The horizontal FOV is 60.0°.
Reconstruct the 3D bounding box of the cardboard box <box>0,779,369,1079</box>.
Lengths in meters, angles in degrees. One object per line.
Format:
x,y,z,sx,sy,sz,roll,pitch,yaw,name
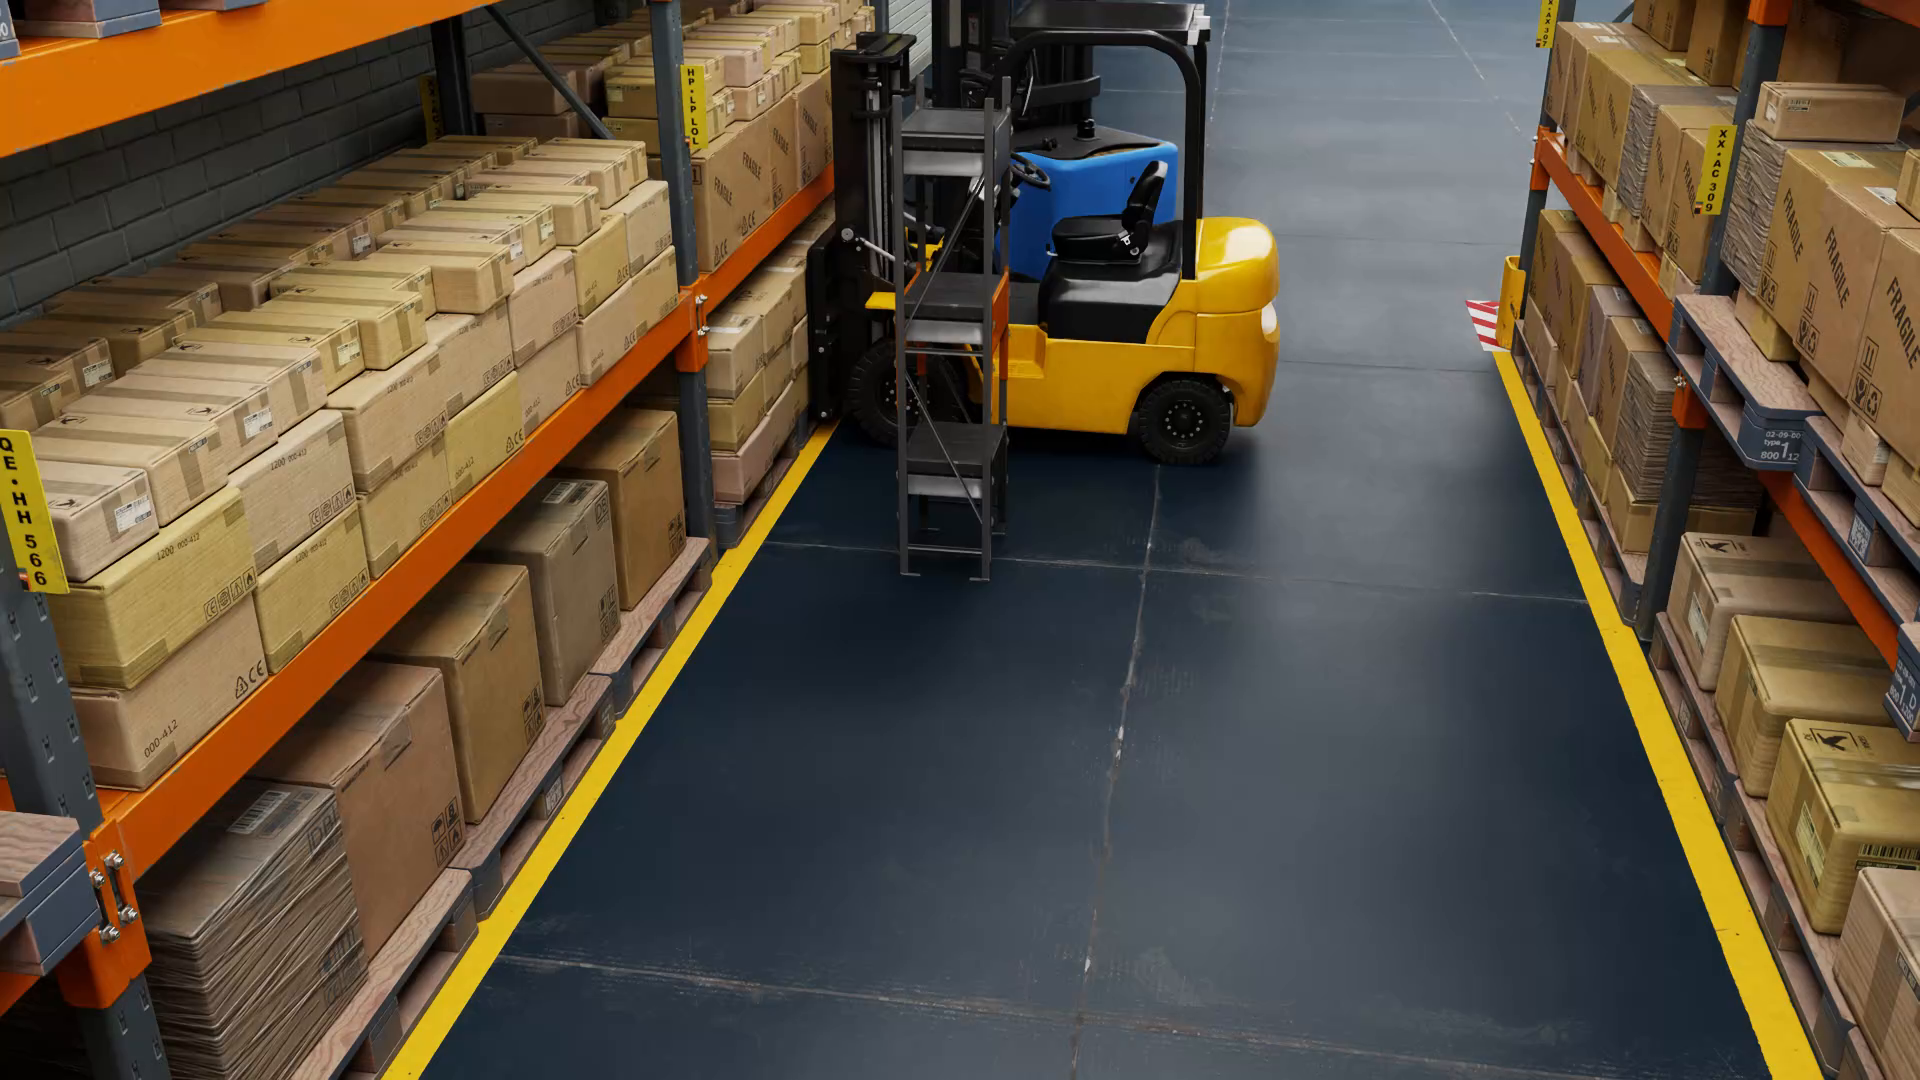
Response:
-2.135,1.030,4.316,0.875,0.625,0.625,5,26,10,cardboard box

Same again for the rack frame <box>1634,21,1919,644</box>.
3.301,-0.925,6.189,1.000,3.000,0.127,4,25,9,rack frame

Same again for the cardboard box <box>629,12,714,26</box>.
-1.490,-2.644,8.626,0.380,0.149,0.250,4,25,9,cardboard box

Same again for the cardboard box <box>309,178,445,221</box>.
-2.024,-1.154,5.793,0.380,0.149,0.250,4,25,8,cardboard box

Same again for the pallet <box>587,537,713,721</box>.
-1.679,0.306,6.847,1.003,0.211,1.213,4,25,9,pallet

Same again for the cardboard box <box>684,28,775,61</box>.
-1.120,-2.399,8.102,0.380,0.149,0.250,4,25,8,cardboard box

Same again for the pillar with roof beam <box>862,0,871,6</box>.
3.282,-7.640,13.458,9.100,9.000,0.400,4,25,9,pillar with roof beam

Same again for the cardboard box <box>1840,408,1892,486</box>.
2.658,-0.249,4.546,0.380,0.149,0.250,5,26,11,cardboard box

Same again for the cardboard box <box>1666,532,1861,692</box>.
3.217,0.294,6.188,0.950,0.372,0.625,4,25,9,cardboard box

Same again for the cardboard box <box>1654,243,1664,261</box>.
3.260,-1.279,7.240,0.380,0.149,0.250,4,25,8,cardboard box

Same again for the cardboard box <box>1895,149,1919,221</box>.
2.799,-0.956,4.524,0.380,0.149,0.250,5,26,11,cardboard box

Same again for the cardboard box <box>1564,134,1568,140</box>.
3.695,-2.357,9.543,0.380,0.149,0.250,4,25,9,cardboard box

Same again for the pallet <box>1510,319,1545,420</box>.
3.774,-0.966,9.566,1.003,0.211,1.213,4,25,9,pallet

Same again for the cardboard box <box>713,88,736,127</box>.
-1.229,-1.941,7.476,0.380,0.149,0.250,4,25,8,cardboard box

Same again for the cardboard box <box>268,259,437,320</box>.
-1.760,-0.703,4.830,0.380,0.149,0.250,4,25,9,cardboard box

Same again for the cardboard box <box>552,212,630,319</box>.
-1.502,-0.988,5.909,0.500,0.250,0.500,3,25,7,cardboard box

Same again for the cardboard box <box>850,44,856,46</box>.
-0.765,-2.762,9.995,0.500,0.500,0.500,3,25,7,cardboard box

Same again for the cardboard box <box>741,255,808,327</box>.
-1.045,-1.268,8.490,0.500,0.250,0.500,5,26,10,cardboard box

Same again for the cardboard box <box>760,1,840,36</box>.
-0.867,-2.818,8.998,0.380,0.149,0.250,5,25,10,cardboard box

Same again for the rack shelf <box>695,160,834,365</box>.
-1.270,-1.778,8.860,1.077,0.370,4.000,4,25,9,rack shelf

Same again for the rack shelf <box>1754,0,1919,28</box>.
2.974,-1.122,3.919,1.077,0.370,4.000,4,25,9,rack shelf

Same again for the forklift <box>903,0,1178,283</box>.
0.123,-3.263,11.263,1.130,2.935,3.031,-18,31,-33,forklift

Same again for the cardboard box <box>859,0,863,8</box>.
-0.794,-3.250,9.921,0.380,0.149,0.250,4,25,9,cardboard box

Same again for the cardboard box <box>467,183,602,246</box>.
-1.462,-1.122,5.725,0.380,0.149,0.250,3,25,7,cardboard box

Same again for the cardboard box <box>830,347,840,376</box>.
-0.952,-1.033,9.166,0.500,0.250,0.500,5,26,10,cardboard box

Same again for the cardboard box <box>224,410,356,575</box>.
-1.854,-0.131,4.080,0.500,0.250,0.500,5,26,10,cardboard box

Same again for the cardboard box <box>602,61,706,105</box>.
-1.316,-1.971,7.189,0.380,0.149,0.250,4,25,9,cardboard box

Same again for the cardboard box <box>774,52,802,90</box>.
-1.013,-2.367,8.386,0.380,0.149,0.250,3,25,7,cardboard box

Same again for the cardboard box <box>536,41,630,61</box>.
-1.752,-2.219,7.718,0.380,0.149,0.250,4,25,7,cardboard box

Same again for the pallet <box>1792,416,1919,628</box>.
2.930,0.004,4.430,1.003,0.211,1.213,4,25,9,pallet

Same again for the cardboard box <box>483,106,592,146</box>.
-1.798,-1.759,7.087,0.380,0.149,0.250,4,25,8,cardboard box

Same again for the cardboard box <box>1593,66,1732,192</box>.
3.365,-1.956,7.922,0.500,0.500,0.500,4,25,7,cardboard box

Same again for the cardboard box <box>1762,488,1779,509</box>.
3.663,-0.438,7.011,0.500,0.500,0.500,5,26,11,cardboard box

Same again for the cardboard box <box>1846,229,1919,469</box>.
2.692,-0.489,4.291,0.500,0.500,0.500,3,25,6,cardboard box

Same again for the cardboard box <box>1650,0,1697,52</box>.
3.996,-2.791,8.527,0.700,0.500,0.500,4,25,9,cardboard box

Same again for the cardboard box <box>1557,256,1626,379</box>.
3.375,-1.127,8.482,0.500,0.500,0.500,5,25,10,cardboard box

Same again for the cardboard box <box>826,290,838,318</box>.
-0.956,-1.251,9.044,0.500,0.250,0.500,4,25,8,cardboard box

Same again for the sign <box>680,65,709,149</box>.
-1.060,-1.723,6.620,0.100,0.325,0.005,4,25,9,sign

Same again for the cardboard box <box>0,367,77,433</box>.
-2.362,-0.305,3.981,0.380,0.149,0.250,4,25,8,cardboard box

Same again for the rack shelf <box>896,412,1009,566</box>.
-0.027,-0.235,7.460,0.431,0.518,0.480,4,25,9,rack shelf

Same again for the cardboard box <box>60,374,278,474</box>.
-1.849,-0.268,3.901,0.380,0.149,0.250,5,25,10,cardboard box

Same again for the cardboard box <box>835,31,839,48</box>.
-0.890,-2.799,9.309,0.380,0.149,0.250,4,25,8,cardboard box

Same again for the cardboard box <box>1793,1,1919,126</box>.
3.586,-1.727,6.254,0.700,0.500,0.500,4,25,8,cardboard box

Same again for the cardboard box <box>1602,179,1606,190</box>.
3.464,-1.817,8.389,0.380,0.149,0.250,5,26,10,cardboard box

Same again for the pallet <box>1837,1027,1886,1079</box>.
2.776,1.684,3.904,1.003,0.211,1.213,4,25,9,pallet

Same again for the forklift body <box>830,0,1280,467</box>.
0.547,-1.637,8.710,2.313,2.155,1.214,4,25,9,forklift body

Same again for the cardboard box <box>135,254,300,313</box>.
-2.165,-0.727,4.883,0.380,0.149,0.250,5,25,10,cardboard box

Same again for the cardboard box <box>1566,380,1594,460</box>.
3.297,-0.572,8.182,0.500,0.250,0.500,4,25,9,cardboard box

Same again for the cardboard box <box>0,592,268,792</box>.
-1.937,0.304,3.738,0.500,0.250,0.500,4,25,9,cardboard box

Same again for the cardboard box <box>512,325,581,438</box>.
-1.609,-0.555,5.574,0.500,0.250,0.500,4,25,9,cardboard box

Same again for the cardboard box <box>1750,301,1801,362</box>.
2.849,-0.689,5.484,0.380,0.149,0.250,5,25,10,cardboard box

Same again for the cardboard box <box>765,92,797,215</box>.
-1.116,-1.911,8.177,0.500,0.500,0.500,4,25,8,cardboard box

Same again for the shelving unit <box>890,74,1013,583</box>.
-0.027,-0.882,7.157,0.431,2.100,0.503,4,25,9,shelving unit

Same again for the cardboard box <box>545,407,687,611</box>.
-1.671,-0.164,6.867,0.875,0.625,0.625,5,26,11,cardboard box
